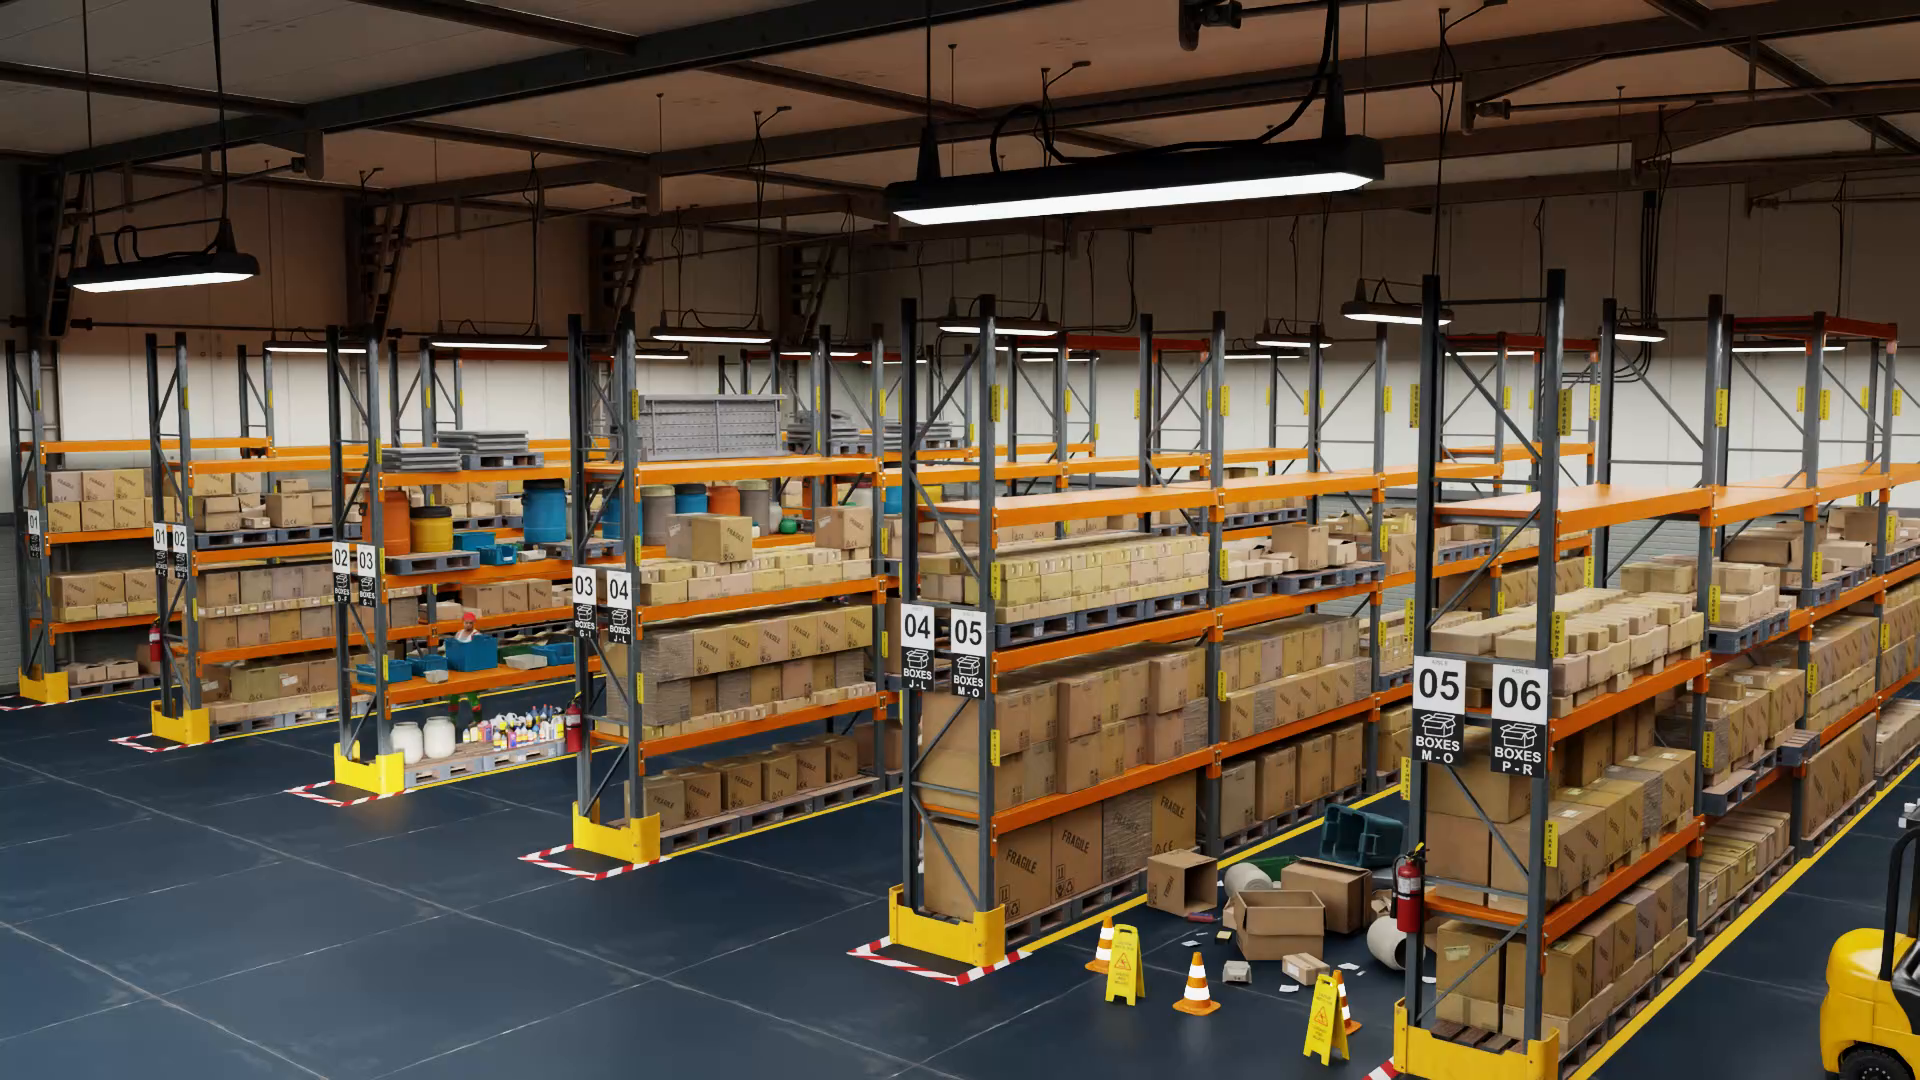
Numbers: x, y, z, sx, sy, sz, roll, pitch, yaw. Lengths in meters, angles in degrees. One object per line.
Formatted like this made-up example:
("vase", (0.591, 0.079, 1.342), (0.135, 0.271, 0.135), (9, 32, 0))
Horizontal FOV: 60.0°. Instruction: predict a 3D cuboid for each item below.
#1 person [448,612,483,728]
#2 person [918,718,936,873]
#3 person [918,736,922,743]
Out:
("person", (-3.369, 1.422, 31.929), (5.233, 1.813, 15.748), (1, 5, 15))
("person", (-0.372, 2.710, 18.144), (0.640, 1.682, 0.553), (-4, 6, -35))
("person", (0.423, 1.769, 28.437), (7.666, 1.666, 19.756), (-2, 5, -16))
